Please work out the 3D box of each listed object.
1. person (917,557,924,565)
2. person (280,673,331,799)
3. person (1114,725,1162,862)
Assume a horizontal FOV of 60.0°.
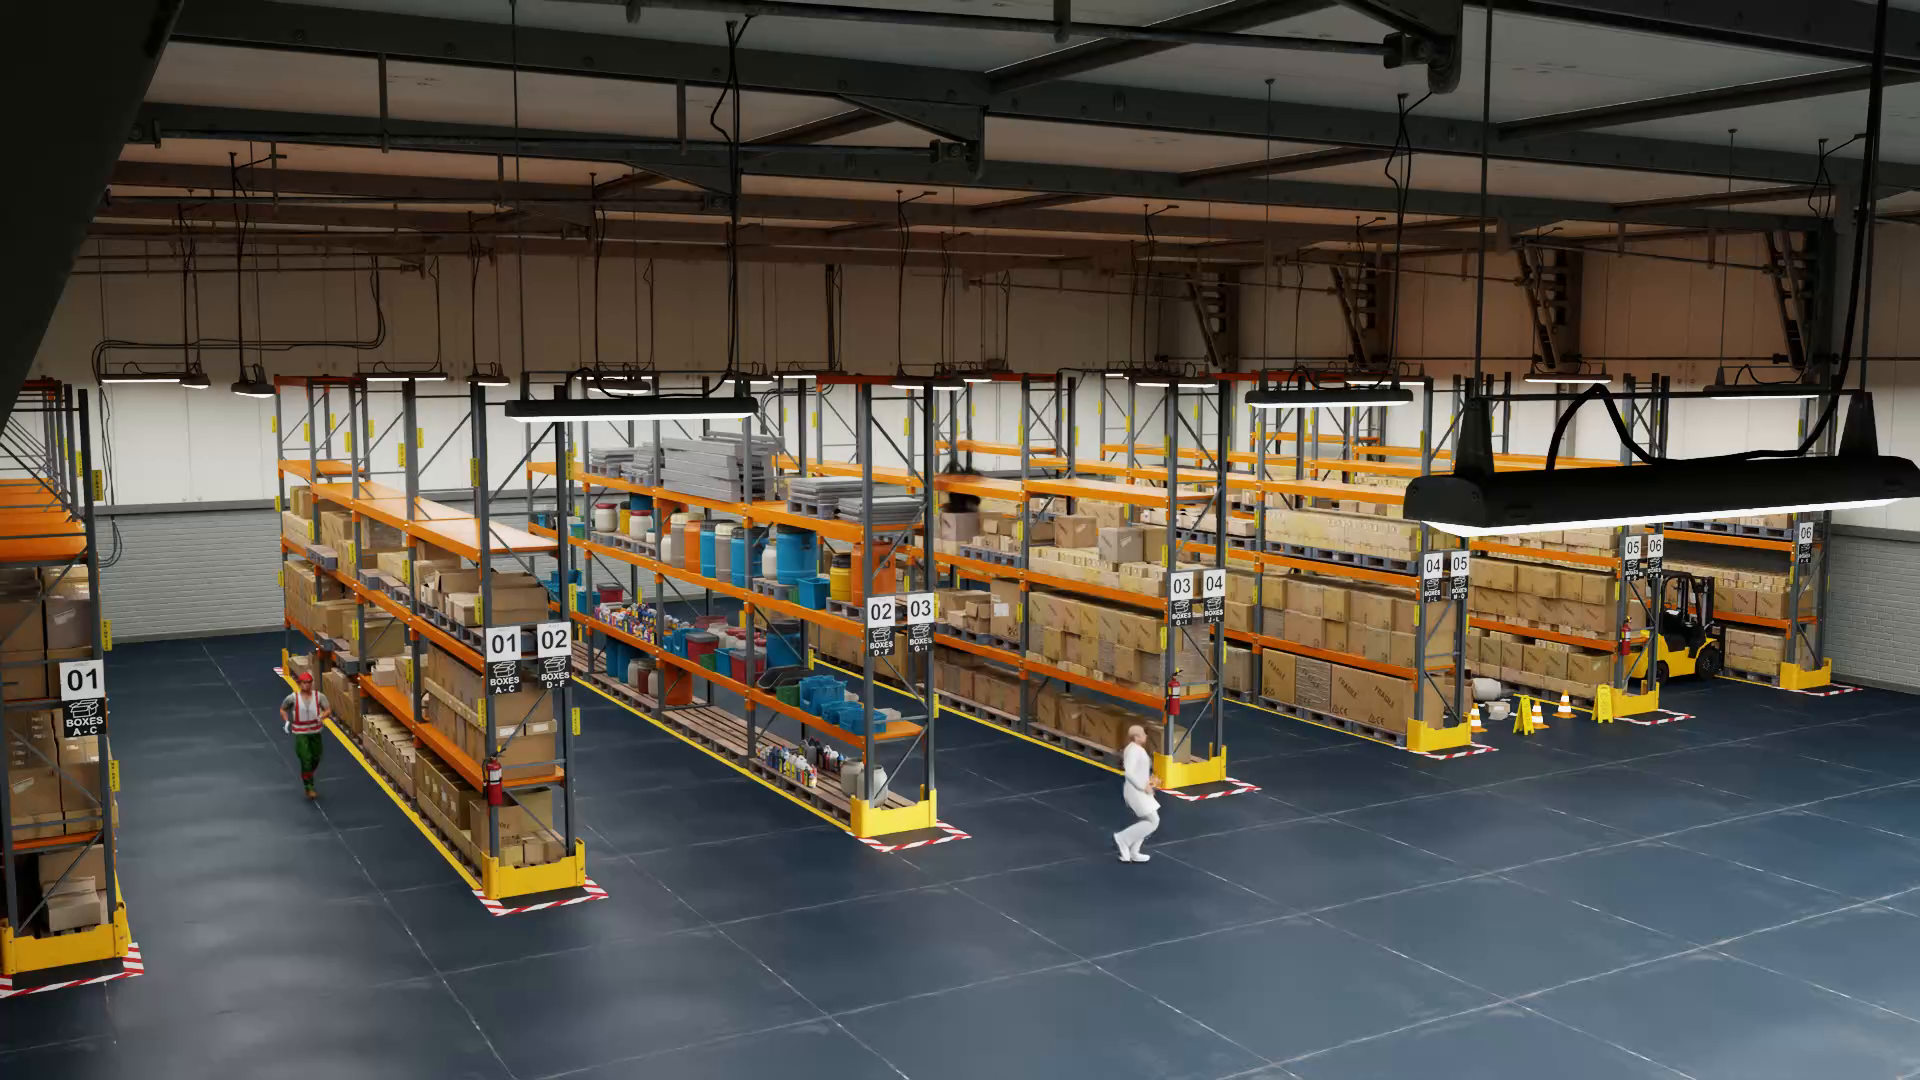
[{"bbox_3d":[-0.991,1.253,39.017,0.580,1.713,0.778,-3,7,-29],"label":"person"},{"bbox_3d":[-9.447,2.796,24.092,0.673,1.777,0.872,-4,8,-34],"label":"person"},{"bbox_3d":[2.243,3.183,20.880,0.630,1.731,0.687,0,6,-1],"label":"person"}]
